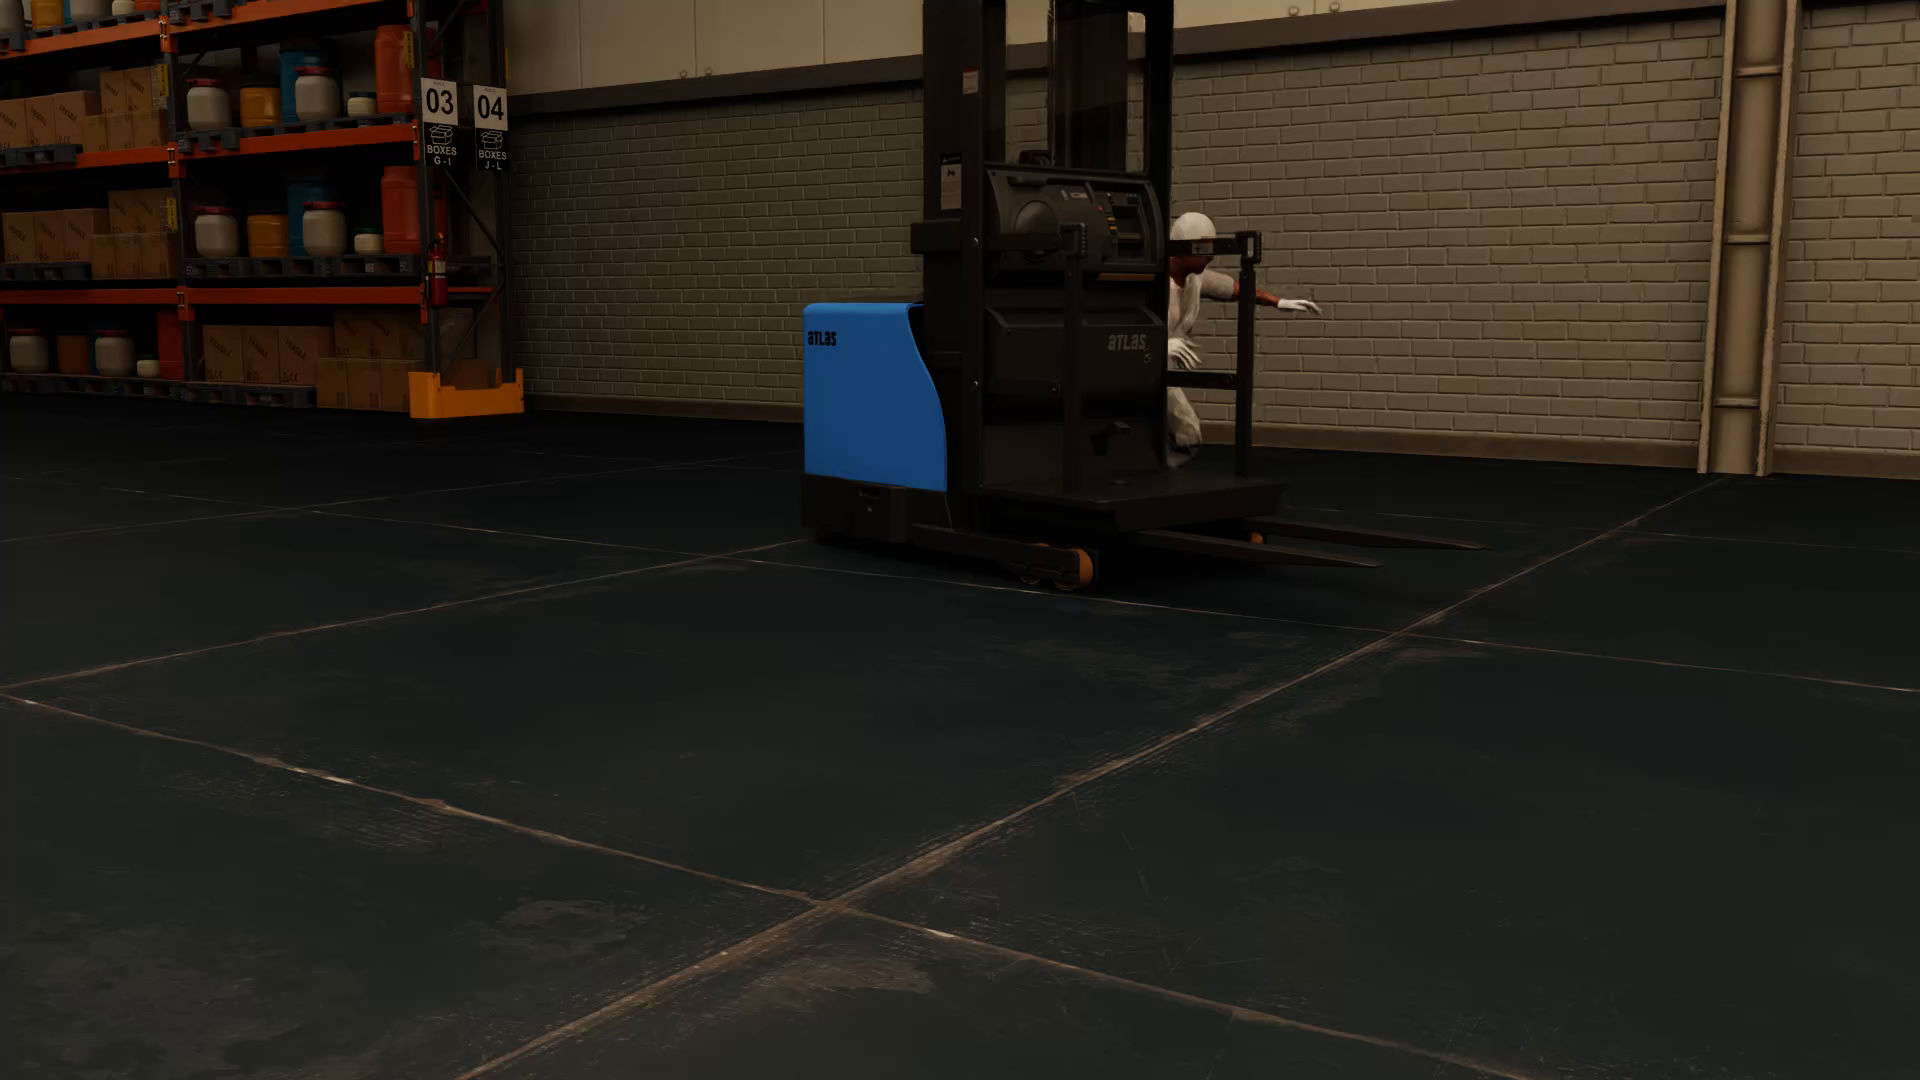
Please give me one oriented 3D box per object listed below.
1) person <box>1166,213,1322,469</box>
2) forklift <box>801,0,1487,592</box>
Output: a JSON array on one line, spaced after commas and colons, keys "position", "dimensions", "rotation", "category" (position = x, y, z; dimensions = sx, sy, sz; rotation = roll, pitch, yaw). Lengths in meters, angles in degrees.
[{"position": [1.015, -0.832, 8.025], "dimensions": [0.874, 1.480, 1.463], "rotation": [7, 11, 40], "category": "person"}, {"position": [0.618, -1.337, 6.594], "dimensions": [1.130, 2.935, 3.031], "rotation": [-7, 11, -40], "category": "forklift"}]
